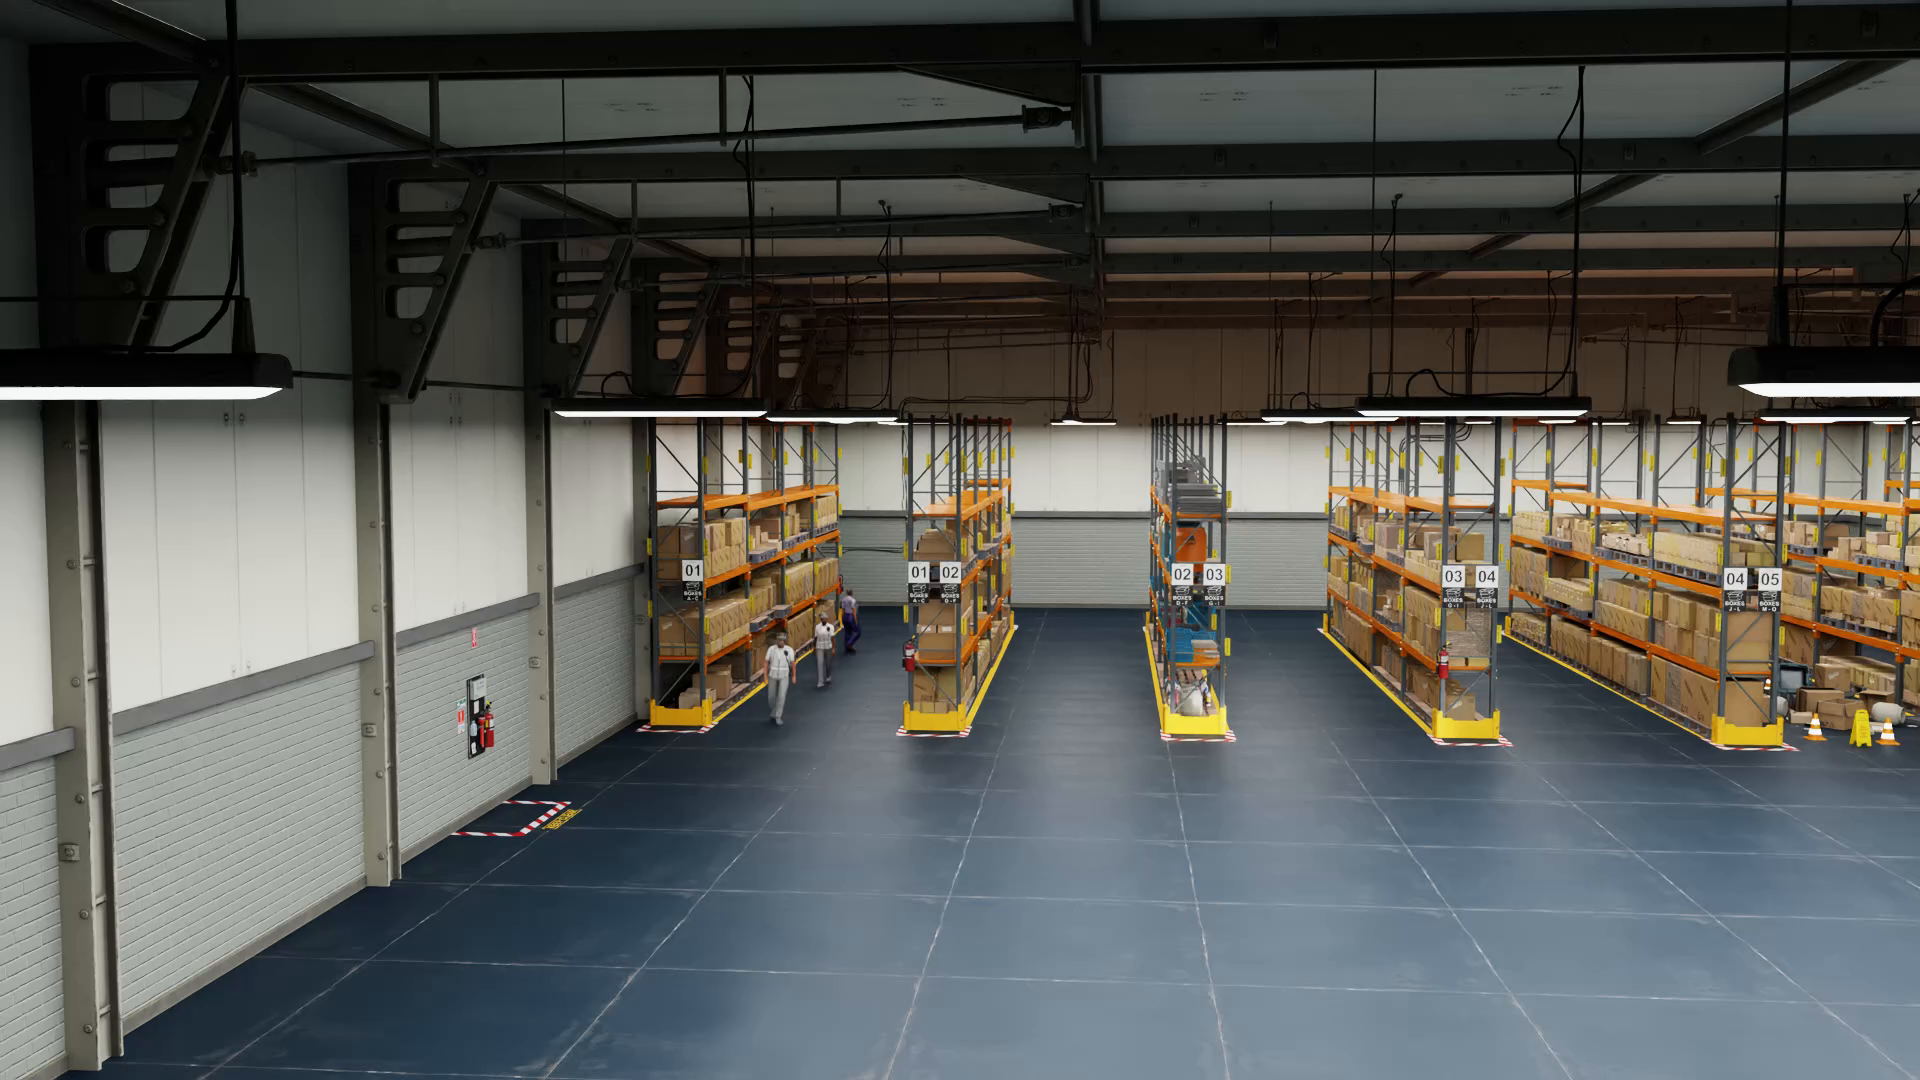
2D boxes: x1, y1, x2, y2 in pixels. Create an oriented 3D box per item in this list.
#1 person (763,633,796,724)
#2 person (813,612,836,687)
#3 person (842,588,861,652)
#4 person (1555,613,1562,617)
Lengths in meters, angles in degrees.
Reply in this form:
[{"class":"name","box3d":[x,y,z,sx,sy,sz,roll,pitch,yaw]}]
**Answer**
[{"class":"person","box3d":[-3.528,2.686,32.535,0.624,1.772,0.786,0,4,-4]},{"class":"person","box3d":[-3.008,2.399,36.893,0.493,1.621,1.049,0,4,-6]},{"class":"person","box3d":[-2.833,2.049,42.448,0.532,1.648,0.466,4,5,44]},{"class":"person","box3d":[17.683,1.493,49.175,0.634,1.704,0.548,-3,5,-36]}]
